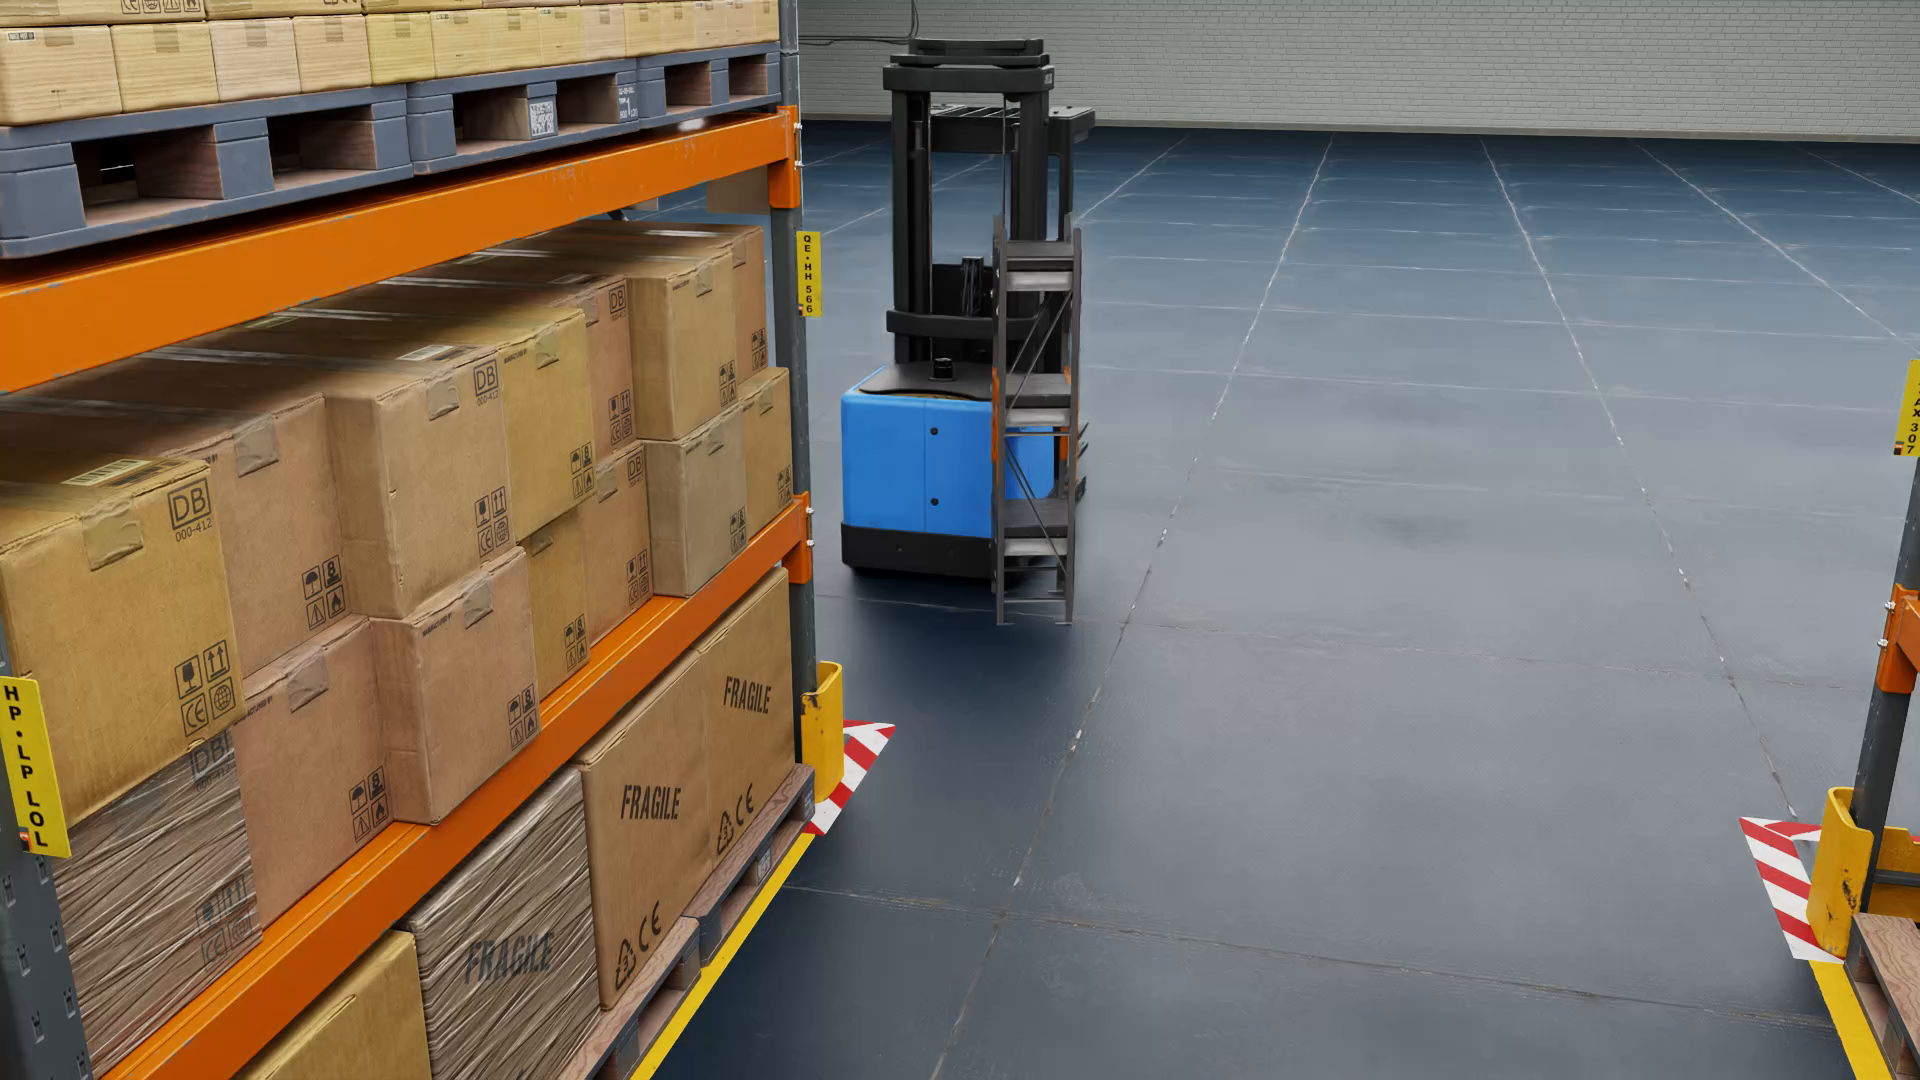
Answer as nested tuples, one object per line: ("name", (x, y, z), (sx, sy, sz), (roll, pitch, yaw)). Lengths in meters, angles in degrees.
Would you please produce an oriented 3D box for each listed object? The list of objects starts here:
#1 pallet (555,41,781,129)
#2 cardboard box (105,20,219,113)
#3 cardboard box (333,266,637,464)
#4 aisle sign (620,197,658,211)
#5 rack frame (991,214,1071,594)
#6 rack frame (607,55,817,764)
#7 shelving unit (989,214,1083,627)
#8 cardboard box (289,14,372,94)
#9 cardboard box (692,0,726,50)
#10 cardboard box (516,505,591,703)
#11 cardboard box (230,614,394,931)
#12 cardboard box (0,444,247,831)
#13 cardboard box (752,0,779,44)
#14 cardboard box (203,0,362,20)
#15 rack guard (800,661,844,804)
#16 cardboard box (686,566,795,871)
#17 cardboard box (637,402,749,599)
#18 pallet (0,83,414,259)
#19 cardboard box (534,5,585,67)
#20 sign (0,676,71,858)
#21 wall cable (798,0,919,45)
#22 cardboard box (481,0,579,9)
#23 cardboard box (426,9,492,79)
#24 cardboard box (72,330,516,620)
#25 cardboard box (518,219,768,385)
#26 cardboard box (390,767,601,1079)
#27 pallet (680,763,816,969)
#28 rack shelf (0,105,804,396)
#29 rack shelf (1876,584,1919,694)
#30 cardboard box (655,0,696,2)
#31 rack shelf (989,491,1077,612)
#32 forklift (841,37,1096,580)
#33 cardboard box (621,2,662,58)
("pallet", (-1.273, -1.548, 5.576), (1.003, 0.211, 1.213), (5, 19, 13))
("cardboard box", (-1.600, -0.866, 3.025), (0.380, 0.149, 0.250), (5, 19, 14))
("cardboard box", (-1.544, -0.528, 5.191), (0.875, 0.550, 0.550), (5, 19, 13))
("aisle sign", (-1.376, -1.680, 6.444), (0.394, 0.787, 0.004), (5, 19, 13))
("rack frame", (0.375, -0.695, 8.975), (0.400, 2.100, 0.015), (-1, 19, -2))
("rack frame", (-1.102, -0.404, 6.730), (1.000, 3.000, 0.127), (5, 19, 13))
("shelving unit", (0.386, -0.617, 8.744), (0.431, 2.100, 0.503), (-1, 19, -2))
("cardboard box", (-1.476, -1.022, 3.483), (0.380, 0.149, 0.250), (4, 19, 13))
("cardboard box", (-0.979, -1.660, 5.351), (0.380, 0.149, 0.250), (5, 19, 14))
("cardboard box", (-1.610, 0.154, 4.864), (0.875, 0.550, 0.500), (5, 19, 13))
("cardboard box", (-1.889, 0.488, 3.886), (0.875, 0.550, 0.550), (5, 19, 13))
("cardboard box", (-1.956, 0.155, 3.191), (0.875, 0.550, 0.550), (5, 19, 13))
("cardboard box", (-0.855, -1.820, 5.818), (0.380, 0.149, 0.250), (5, 19, 13))
("cardboard box", (-1.567, -1.175, 3.314), (0.500, 0.250, 0.500), (4, 19, 13))
("rack guard", (-1.096, 0.771, 7.156), (1.175, 0.500, 0.348), (5, 19, 13))
("cardboard box", (-1.204, 0.620, 6.368), (0.875, 0.875, 0.875), (5, 19, 14))
("cardboard box", (-1.262, -0.181, 5.845), (0.875, 0.550, 0.550), (5, 19, 13))
("pallet", (-1.869, -0.783, 3.337), (1.003, 0.211, 1.213), (5, 19, 13))
("cardboard box", (-1.228, -1.342, 4.419), (0.380, 0.149, 0.250), (5, 19, 14))
("sign", (-1.551, 0.379, 2.768), (0.100, 0.325, 0.005), (5, 19, 13))
("wall cable", (-2.453, -12.599, 37.954), (3.097, 2.526, 0.112), (5, 19, 13))
("cardboard box", (-1.321, -1.492, 4.242), (0.500, 0.250, 0.500), (5, 19, 14))
("cardboard box", (-1.352, -1.184, 3.956), (0.380, 0.149, 0.250), (5, 19, 13))
("cardboard box", (-1.669, -0.185, 4.186), (0.875, 0.550, 0.550), (5, 19, 13))
("cardboard box", (-1.230, -0.873, 6.200), (0.875, 0.550, 0.550), (5, 19, 13))
("cardboard box", (-1.641, 1.182, 4.724), (0.875, 0.875, 0.875), (5, 19, 14))
("pallet", (-1.222, 1.172, 6.429), (1.003, 0.211, 1.213), (5, 19, 13))
("rack shelf", (-1.591, -0.856, 4.526), (1.077, 0.370, 4.000), (5, 19, 13))
("rack shelf", (3.194, 0.987, 3.771), (1.077, 0.370, 4.000), (5, 19, 13))
("cardboard box", (-1.074, -1.807, 5.165), (0.500, 0.250, 0.500), (5, 19, 13))
("rack shelf", (0.386, 0.059, 8.975), (0.431, 0.518, 0.480), (-1, 19, -2))
("forklift", (0.202, -1.603, 10.346), (1.130, 2.935, 3.031), (5, 20, 15))
("cardboard box", (-1.104, -1.501, 4.884), (0.380, 0.149, 0.250), (4, 19, 13))
